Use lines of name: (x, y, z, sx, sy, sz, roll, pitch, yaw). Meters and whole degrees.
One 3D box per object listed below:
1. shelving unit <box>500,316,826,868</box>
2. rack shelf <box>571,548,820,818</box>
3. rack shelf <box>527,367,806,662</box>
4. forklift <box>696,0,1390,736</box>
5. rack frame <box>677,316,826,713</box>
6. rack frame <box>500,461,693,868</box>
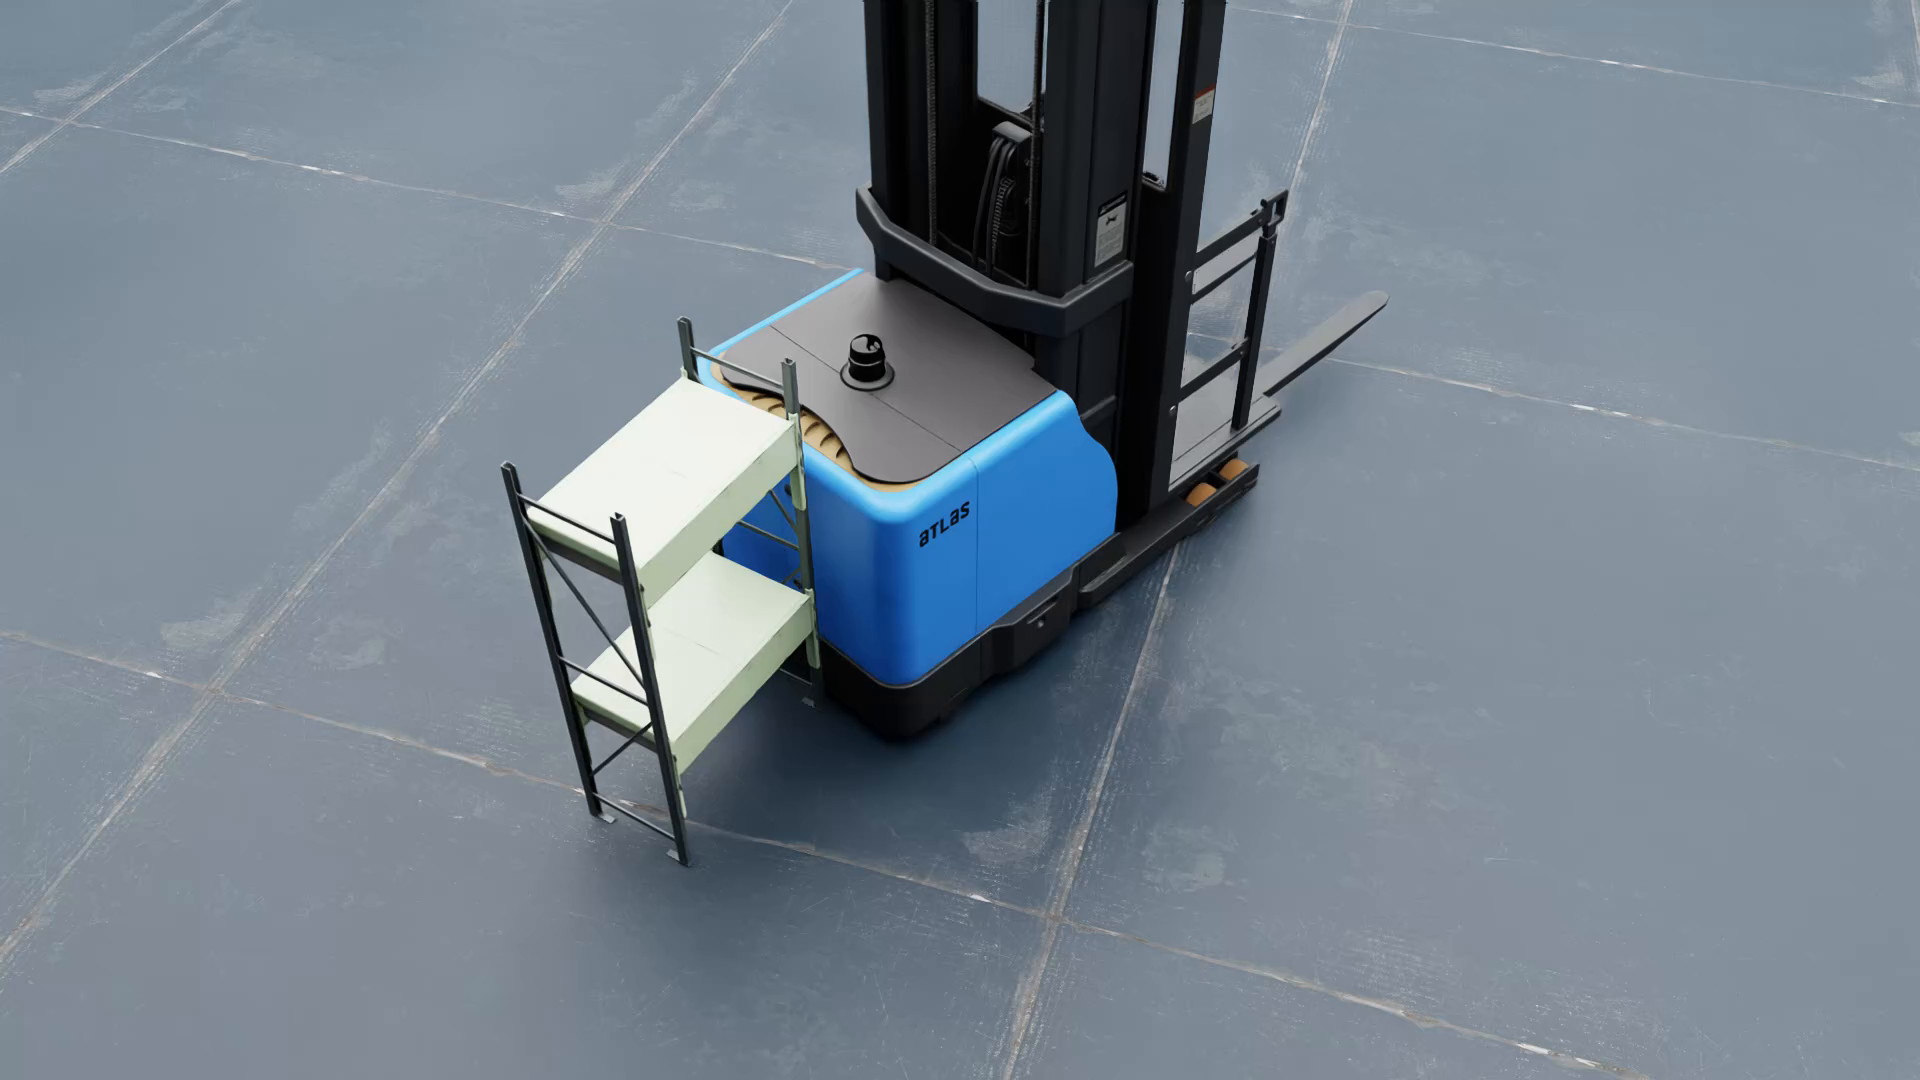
shelving unit: (-0.824, 0.191, 4.982, 0.431, 1.500, 0.755, 23, 49, 22)
rack shelf: (-0.824, 0.424, 5.210, 0.431, 0.370, 0.720, 23, 49, 22)
rack shelf: (-0.824, -0.088, 4.709, 0.431, 0.370, 0.720, 23, 49, 22)
forklift: (0.500, -1.327, 5.511, 1.130, 2.935, 3.031, 35, 54, 30)
rack frame: (-0.633, -0.027, 5.205, 0.400, 1.500, 0.023, 23, 49, 22)
rack frame: (-1.014, 0.410, 4.759, 0.400, 1.500, 0.023, 23, 49, 22)
